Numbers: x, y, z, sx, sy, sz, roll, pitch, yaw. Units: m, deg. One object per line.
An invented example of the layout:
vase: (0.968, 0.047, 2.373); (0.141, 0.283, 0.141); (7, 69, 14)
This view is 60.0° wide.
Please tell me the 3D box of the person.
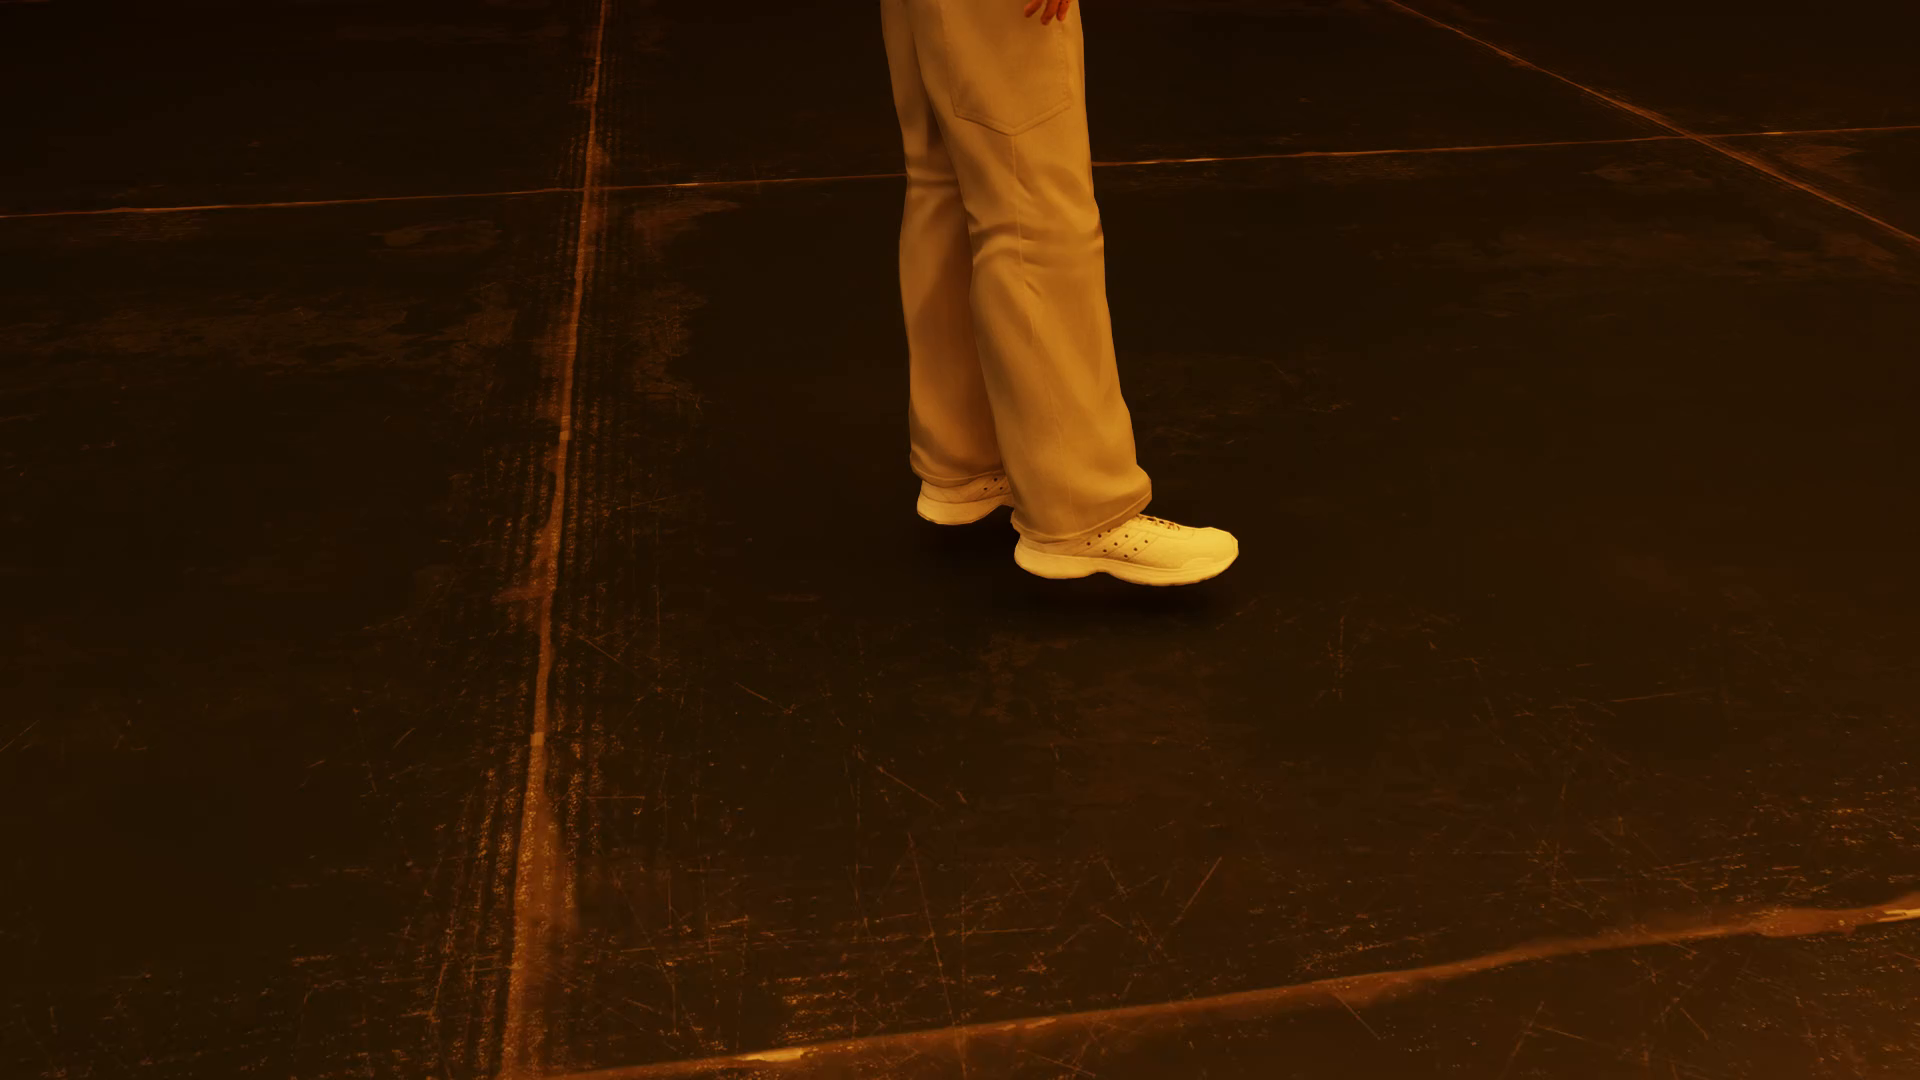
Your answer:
person: (0.074, -0.782, 2.084); (0.549, 1.675, 0.549); (-5, 28, -9)
